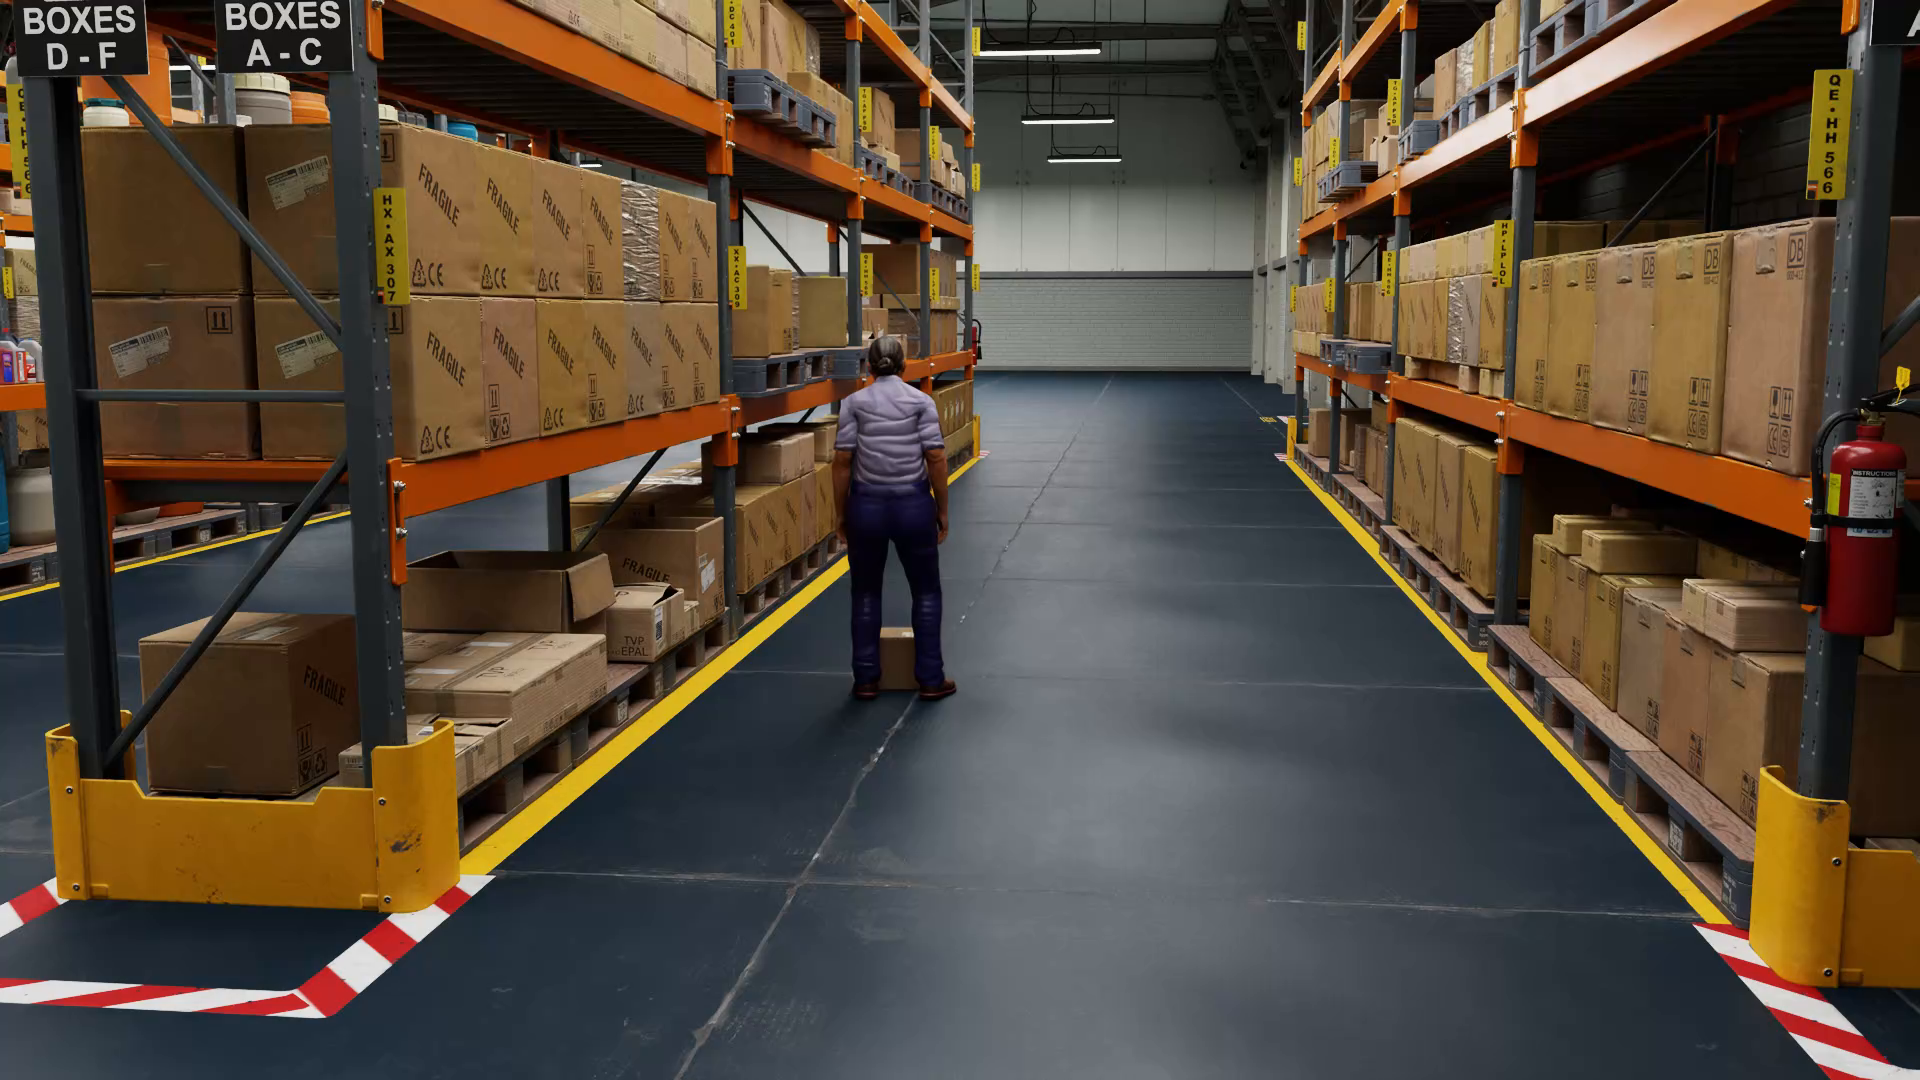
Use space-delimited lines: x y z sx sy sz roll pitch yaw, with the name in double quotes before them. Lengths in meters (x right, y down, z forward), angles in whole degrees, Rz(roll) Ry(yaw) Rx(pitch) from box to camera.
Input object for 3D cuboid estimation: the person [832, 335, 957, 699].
"person" -0.299 -0.099 7.564 0.557 1.650 0.372 0 8 3
